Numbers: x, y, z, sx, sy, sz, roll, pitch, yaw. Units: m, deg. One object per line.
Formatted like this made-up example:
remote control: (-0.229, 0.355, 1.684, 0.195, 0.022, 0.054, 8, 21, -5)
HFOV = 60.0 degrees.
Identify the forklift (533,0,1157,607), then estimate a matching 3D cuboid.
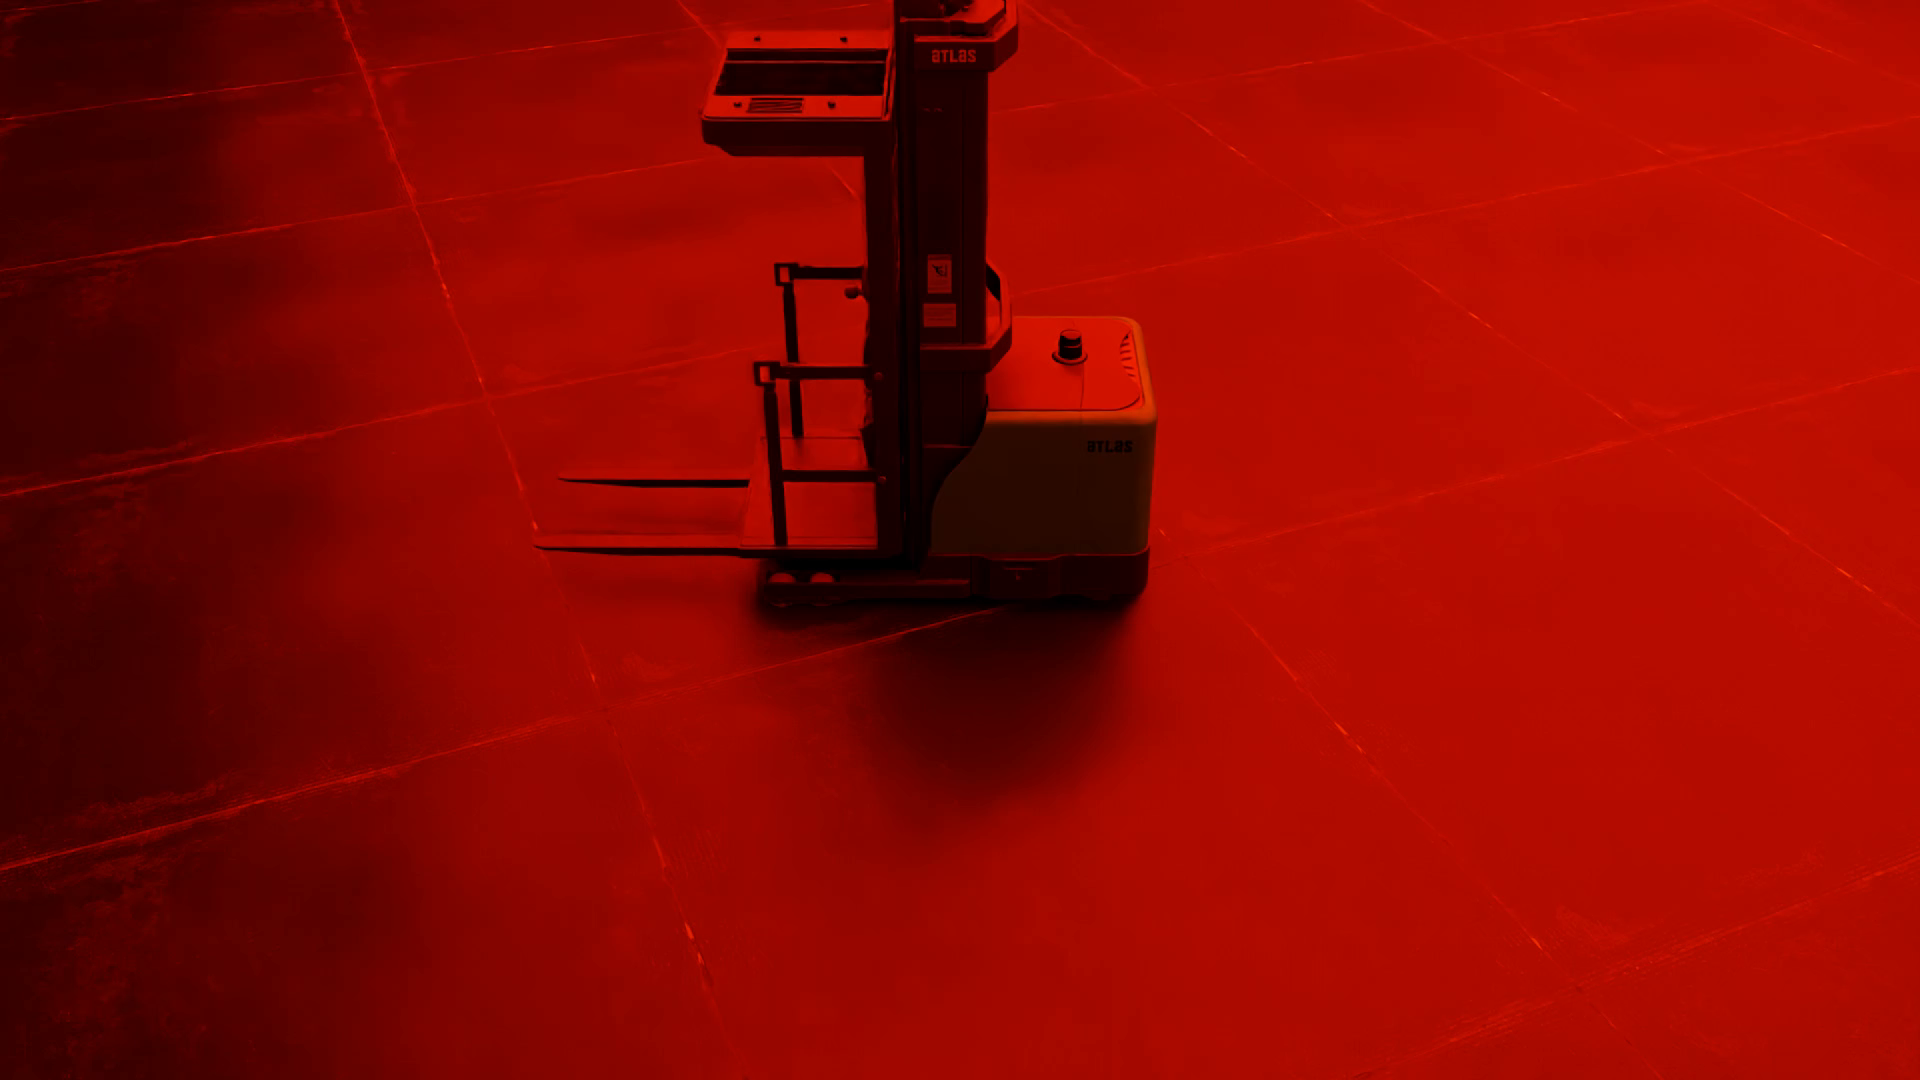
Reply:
forklift: (-0.593, -1.174, 7.749, 3.031, 2.935, 1.130, 0, 35, 0)
